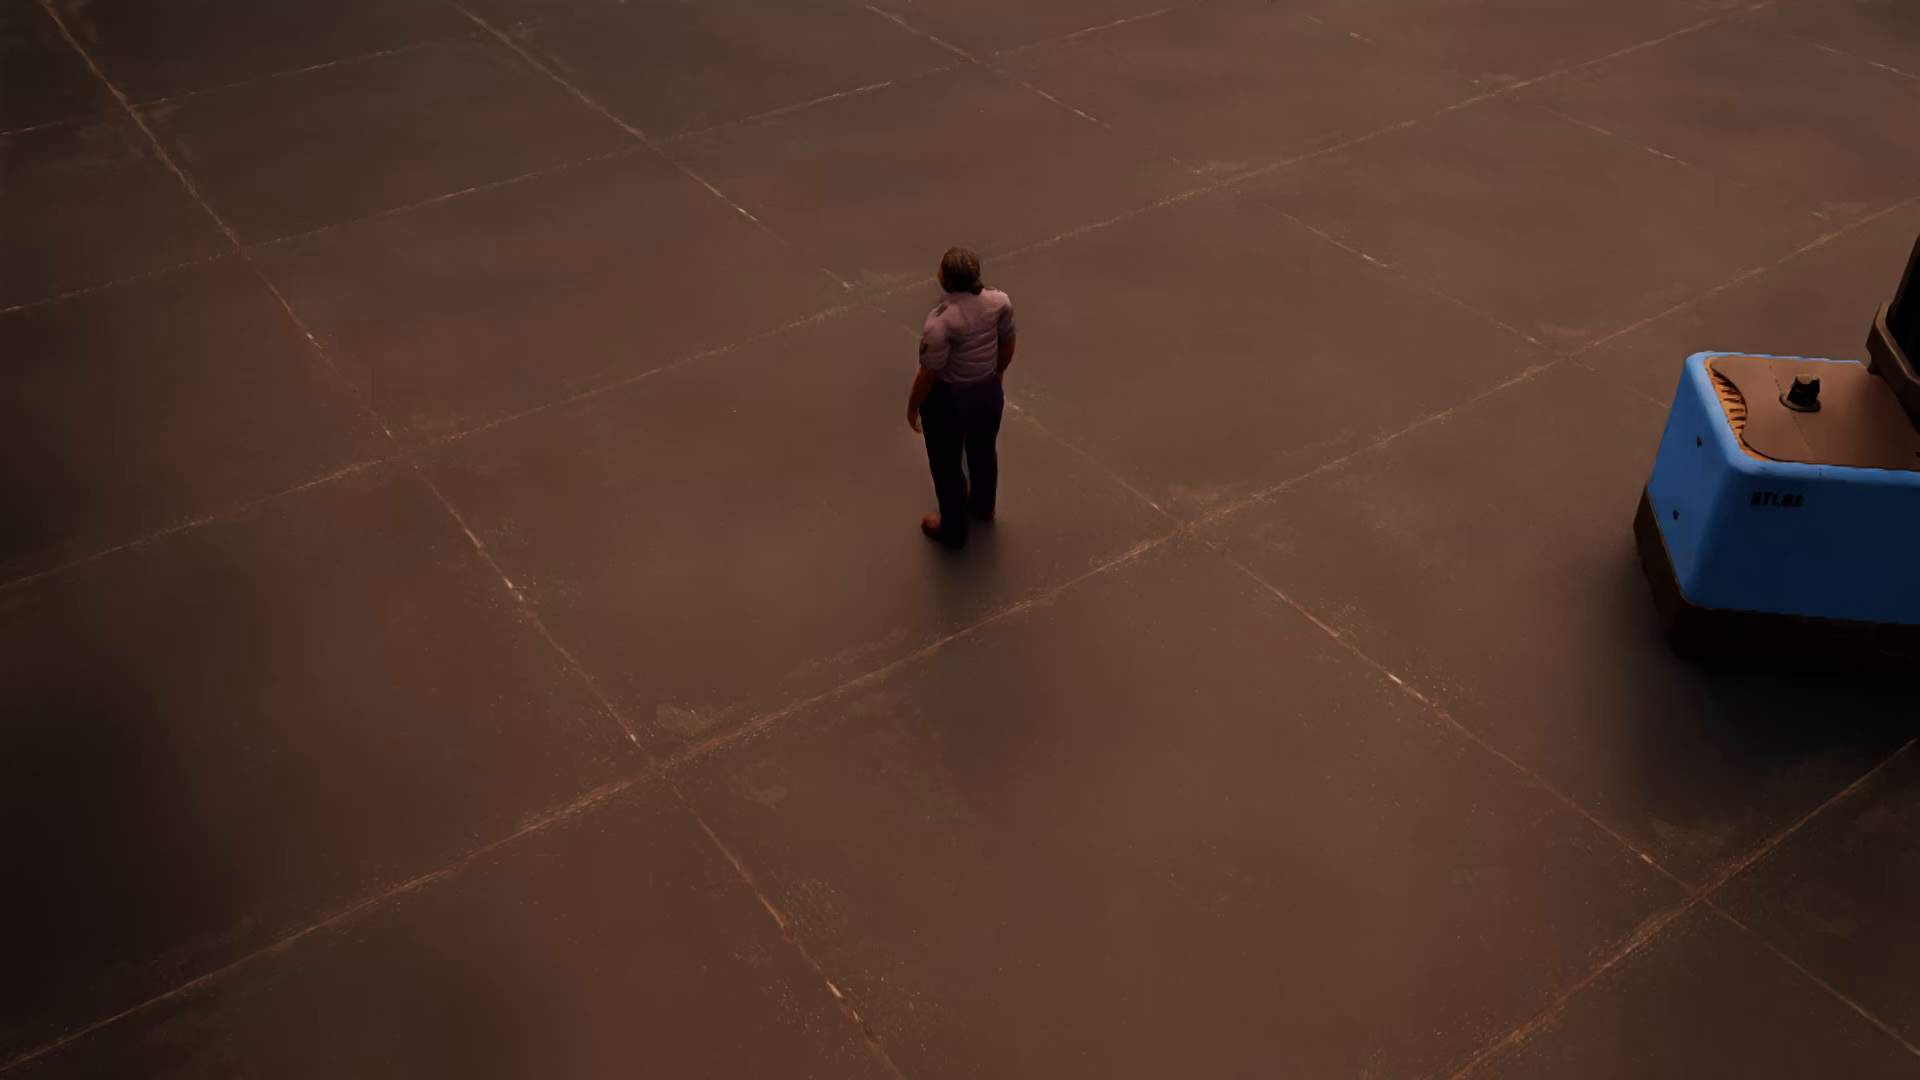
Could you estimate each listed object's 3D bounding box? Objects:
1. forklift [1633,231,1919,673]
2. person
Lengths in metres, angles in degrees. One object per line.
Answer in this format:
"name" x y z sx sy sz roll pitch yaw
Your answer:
"forklift" 4.832 -0.809 7.039 3.031 2.935 1.130 5 37 6
"person" -0.034 -0.713 7.991 0.599 1.633 0.501 -23 42 -28
